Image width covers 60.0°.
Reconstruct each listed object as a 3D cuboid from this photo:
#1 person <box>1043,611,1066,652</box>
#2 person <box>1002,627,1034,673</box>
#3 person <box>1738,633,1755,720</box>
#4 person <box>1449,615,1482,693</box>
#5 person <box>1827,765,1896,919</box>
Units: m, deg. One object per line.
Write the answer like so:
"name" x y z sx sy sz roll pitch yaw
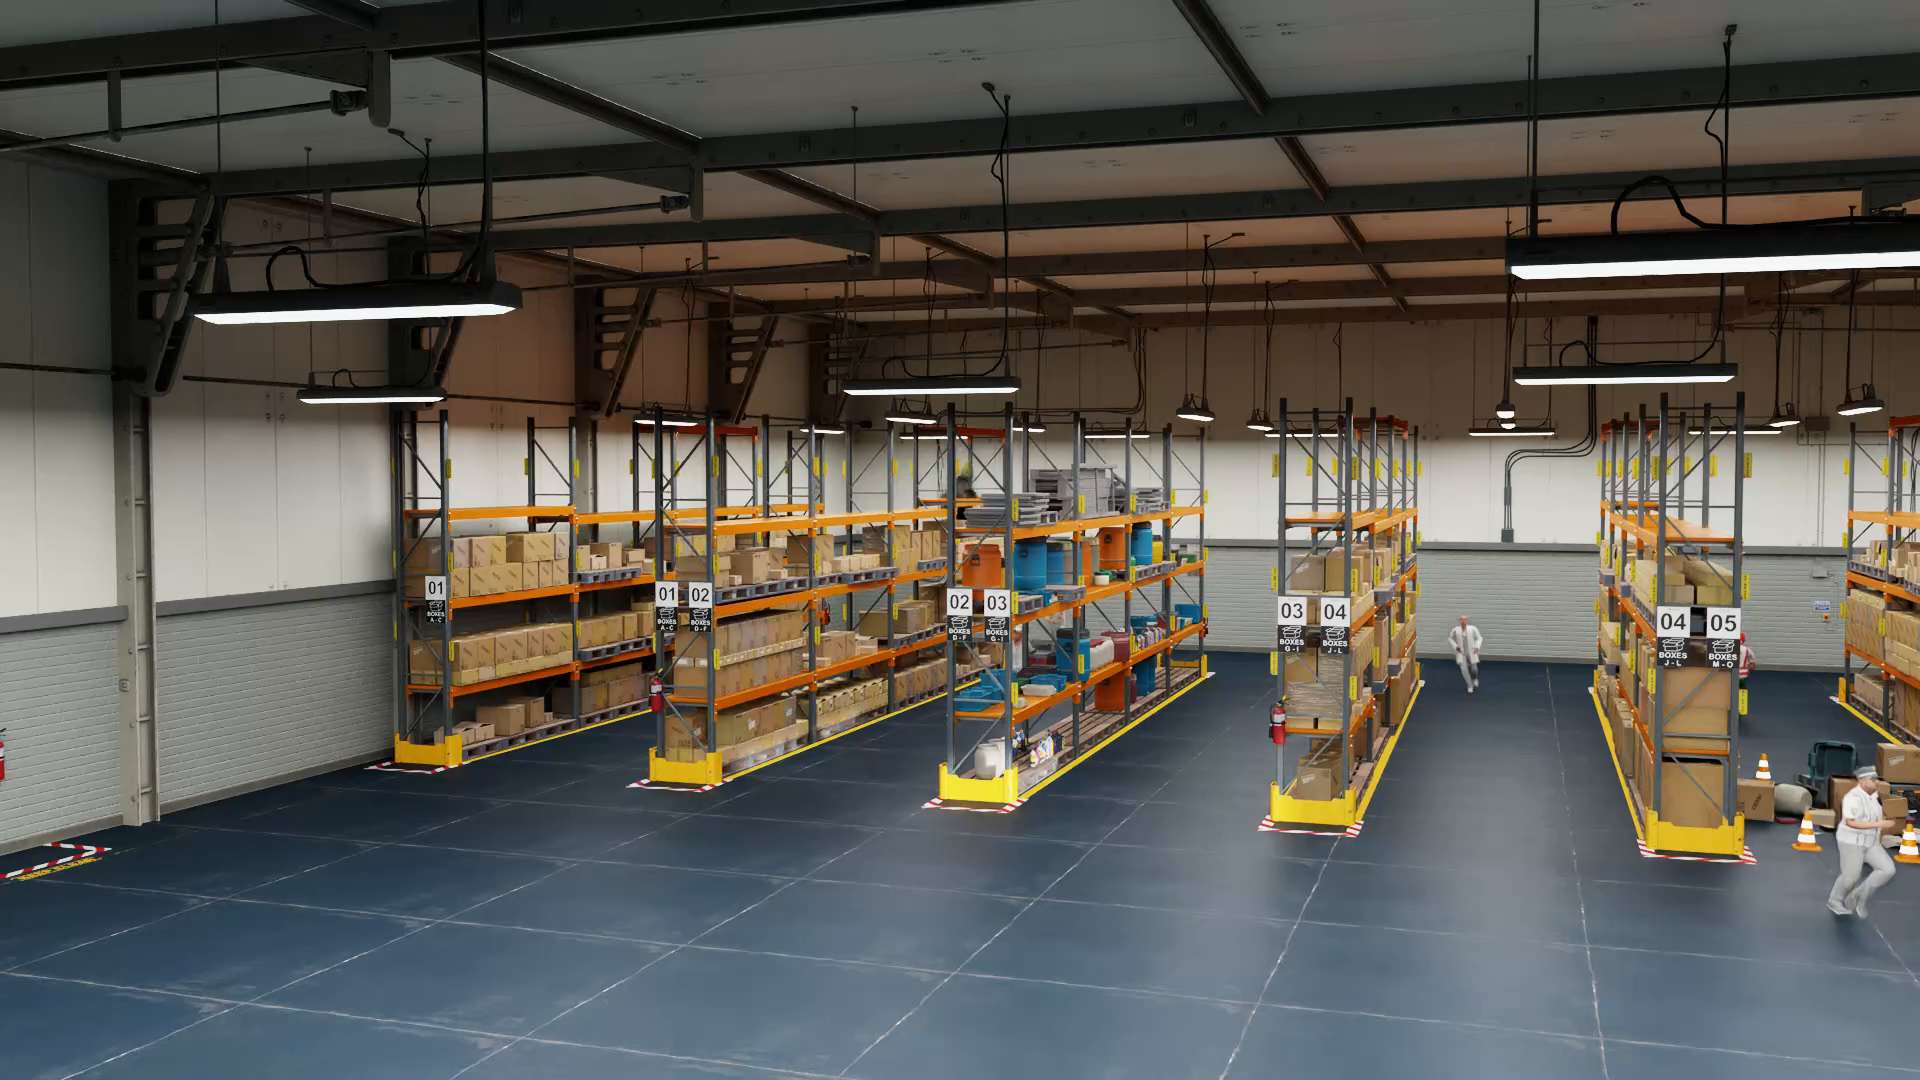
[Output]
"person" 2.345 2.179 41.284 0.604 1.615 0.802 -1 3 -20
"person" 1.218 2.673 34.354 0.670 1.752 0.611 1 3 15
"person" 15.489 2.709 33.172 0.654 1.744 0.532 1 3 13
"person" 11.352 2.546 37.389 0.717 1.717 0.682 1 3 21
"person" 9.960 3.328 18.342 0.700 1.735 0.804 -1 3 -29
